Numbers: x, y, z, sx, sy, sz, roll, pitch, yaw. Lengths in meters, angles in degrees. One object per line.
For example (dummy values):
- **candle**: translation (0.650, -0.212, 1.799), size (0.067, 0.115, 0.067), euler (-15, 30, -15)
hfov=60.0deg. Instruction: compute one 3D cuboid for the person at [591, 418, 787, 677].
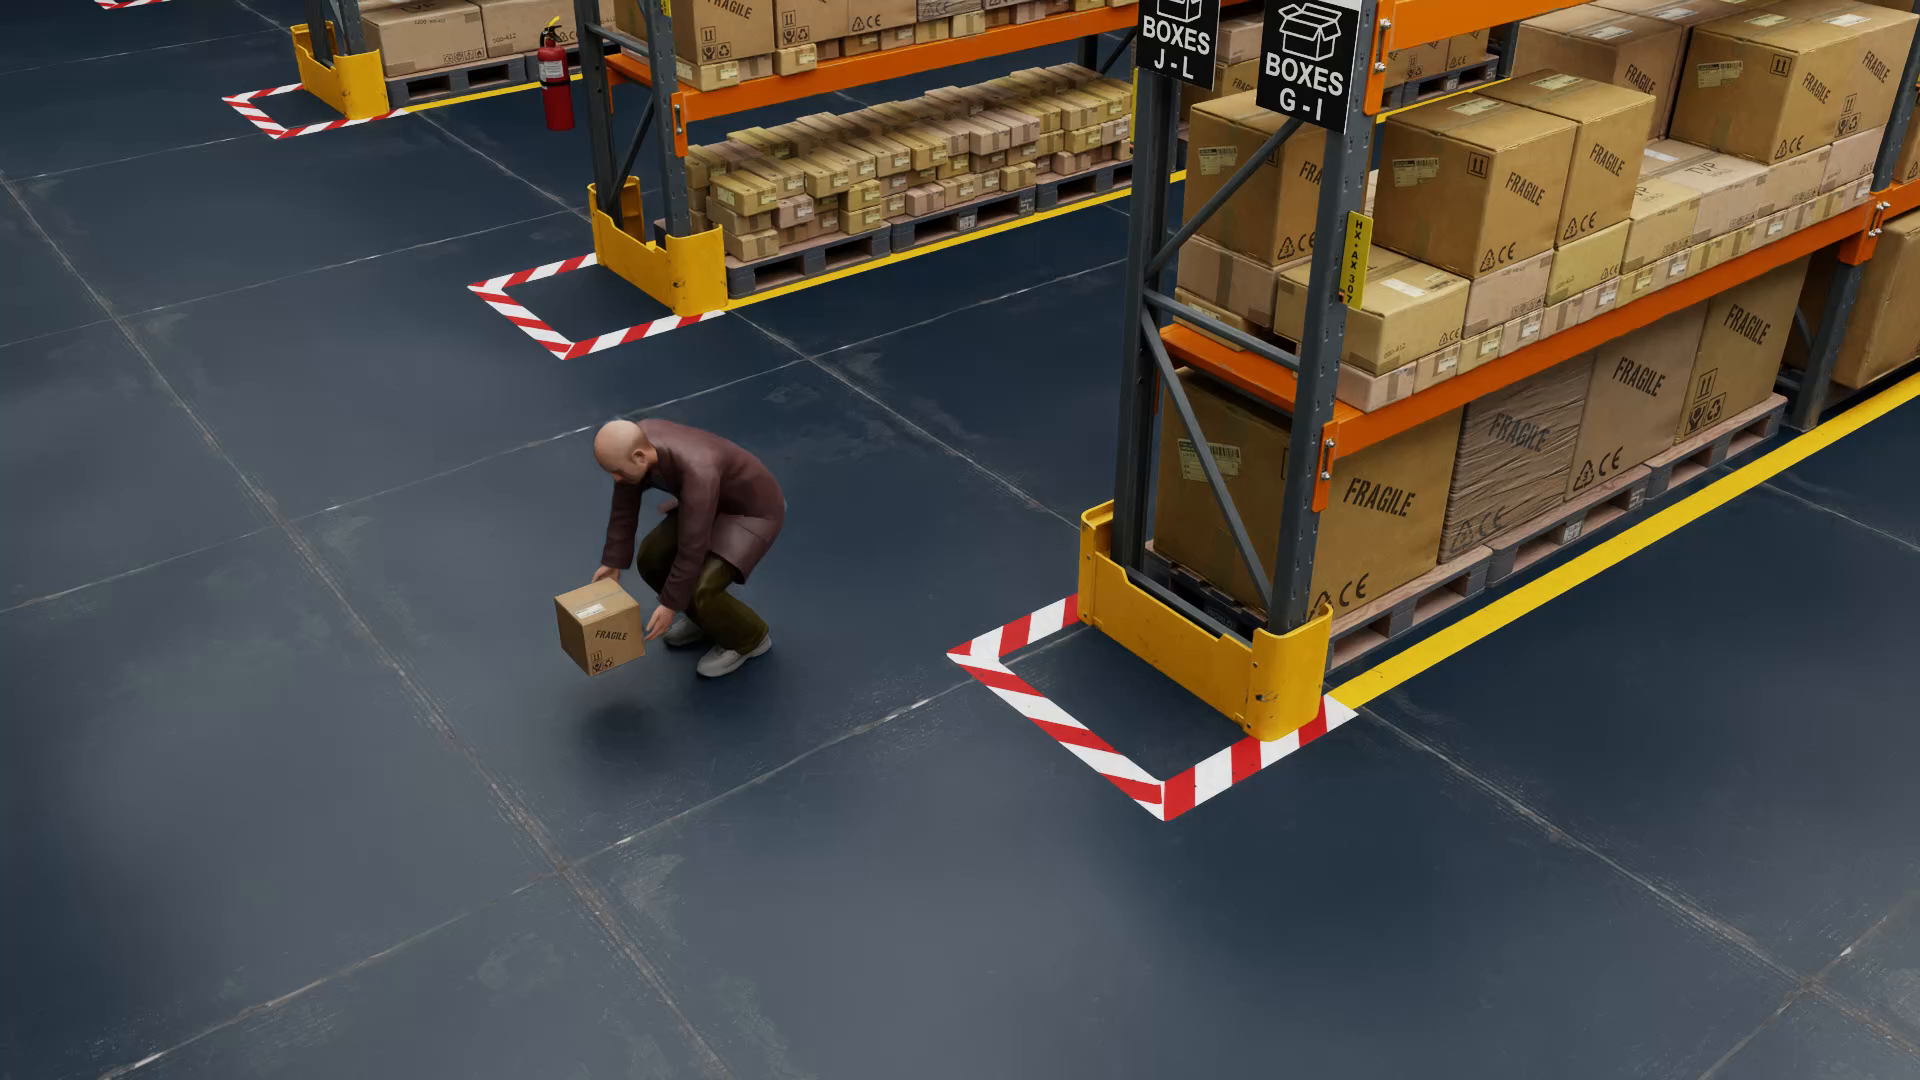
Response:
- **person**: translation (-1.066, -0.029, 6.728), size (0.809, 1.222, 0.628), euler (-22, 38, -31)
